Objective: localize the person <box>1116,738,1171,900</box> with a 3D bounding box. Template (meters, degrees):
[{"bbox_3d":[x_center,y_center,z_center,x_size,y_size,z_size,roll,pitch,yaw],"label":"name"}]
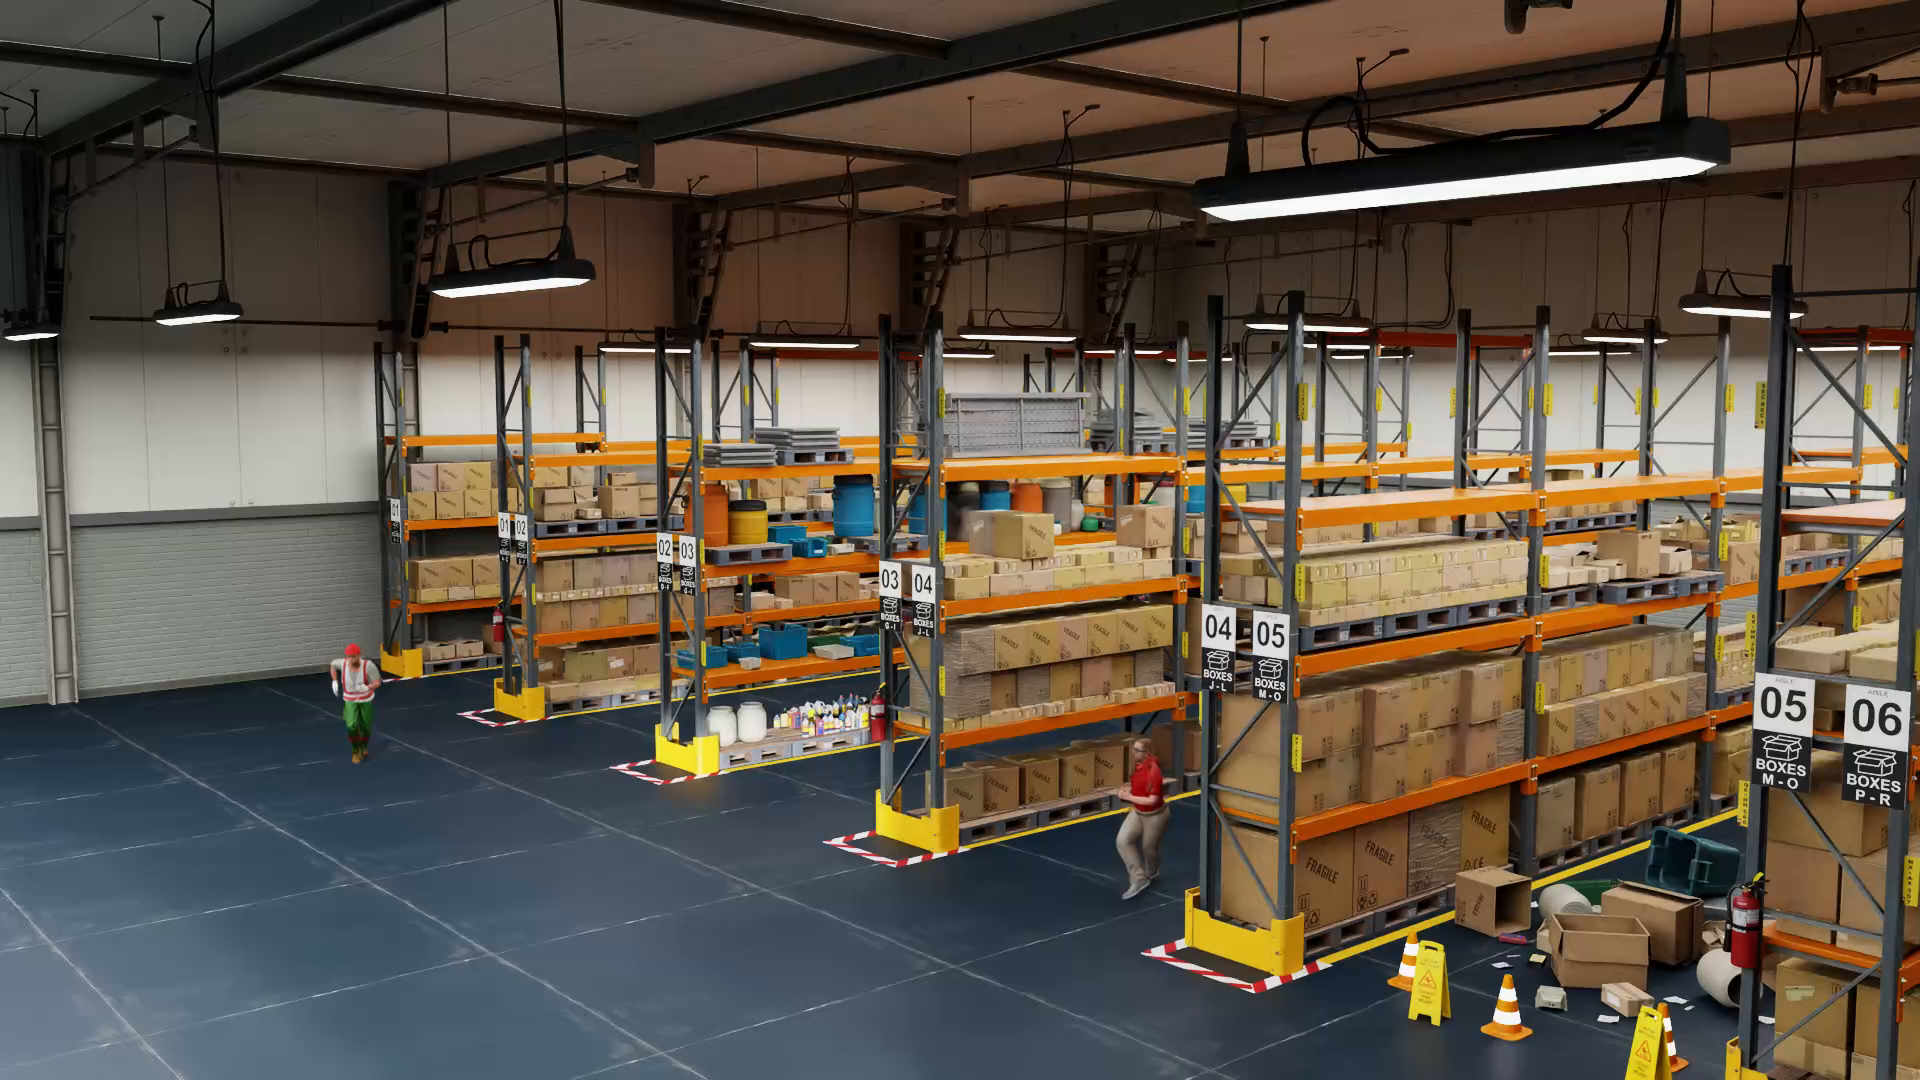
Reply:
[{"bbox_3d":[1.890,2.801,16.902,0.725,1.667,0.793,-3,6,-30],"label":"person"}]

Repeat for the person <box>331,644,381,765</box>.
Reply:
[{"bbox_3d":[-8.310,2.257,22.904,0.682,1.727,0.913,-1,5,-12],"label":"person"}]
